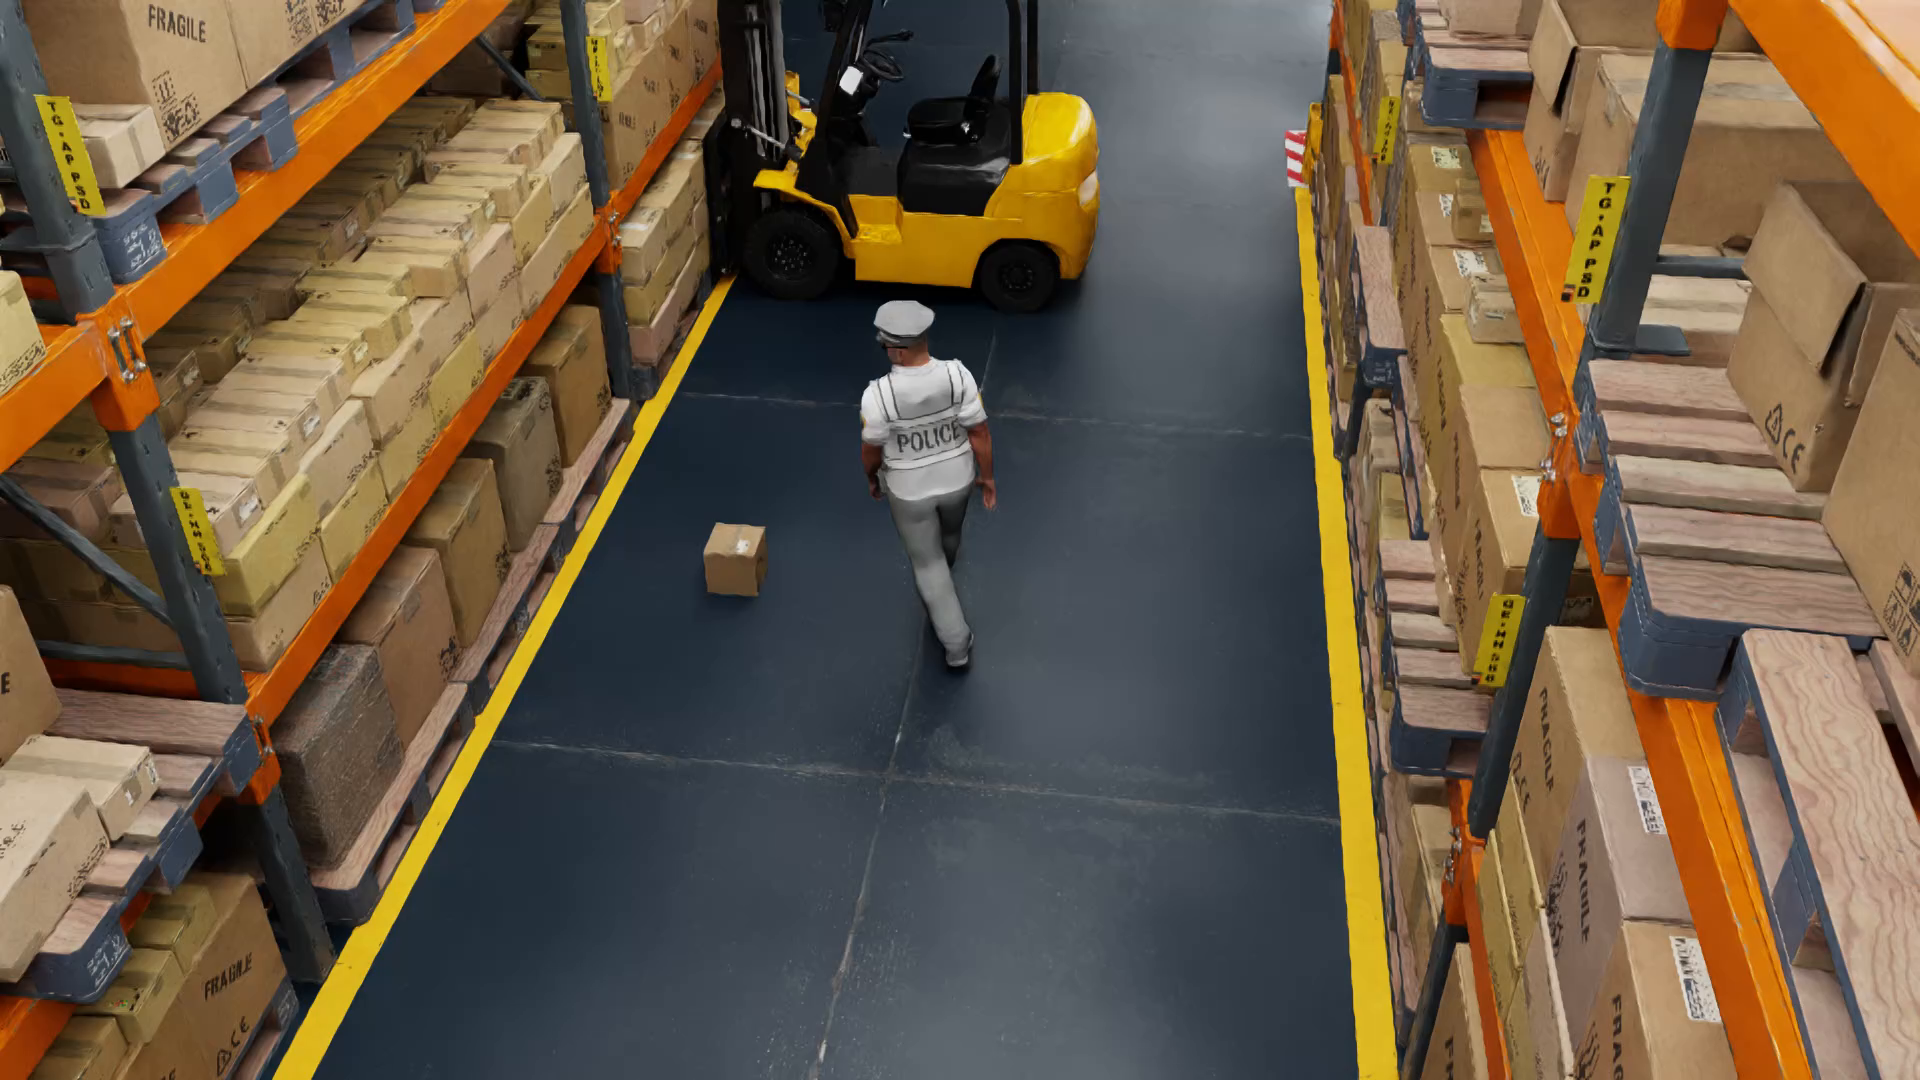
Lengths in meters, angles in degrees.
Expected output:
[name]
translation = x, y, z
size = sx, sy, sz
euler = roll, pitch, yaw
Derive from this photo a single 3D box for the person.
[person]
translation = -0.189, -0.321, 7.486
size = 0.593, 1.707, 0.913
euler = -14, 38, -19
